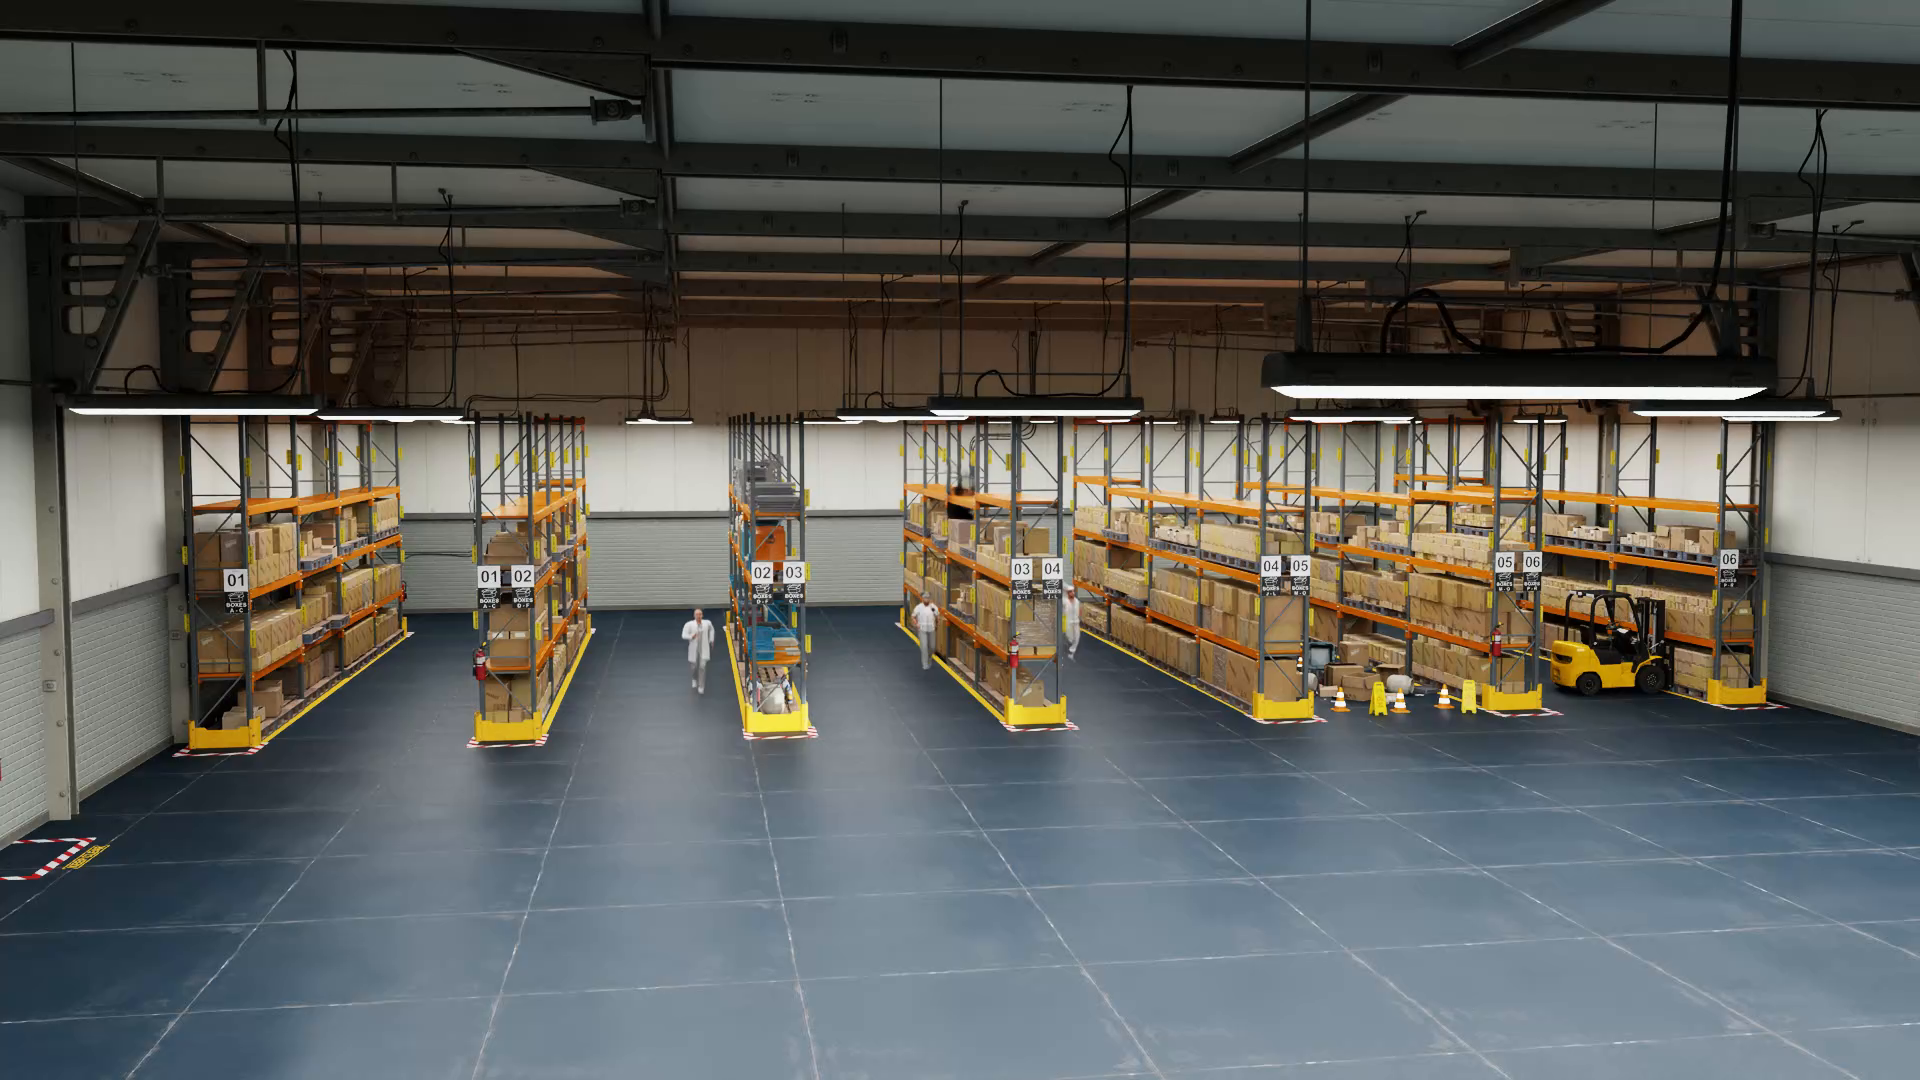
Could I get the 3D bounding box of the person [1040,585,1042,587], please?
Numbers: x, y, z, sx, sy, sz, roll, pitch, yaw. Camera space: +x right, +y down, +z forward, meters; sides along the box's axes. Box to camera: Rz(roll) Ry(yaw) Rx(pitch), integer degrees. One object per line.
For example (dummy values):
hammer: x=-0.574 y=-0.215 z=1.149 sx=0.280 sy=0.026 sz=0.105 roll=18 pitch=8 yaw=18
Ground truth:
person: x=2.446 y=1.783 z=46.130 sx=0.567 sy=1.646 sz=0.647 roll=0 pitch=4 yaw=-5

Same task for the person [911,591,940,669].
person: x=-0.759 y=2.030 z=37.387 sx=0.664 sy=1.771 sz=0.569 roll=-1 pitch=4 yaw=-13

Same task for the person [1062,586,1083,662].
person: x=2.567 y=1.944 z=38.510 sx=0.658 sy=1.749 sz=0.601 roll=-2 pitch=4 yaw=-21

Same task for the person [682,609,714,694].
person: x=-5.636 y=2.366 z=35.817 sx=0.703 sy=1.764 sz=1.059 roll=-1 pitch=4 yaw=-13
